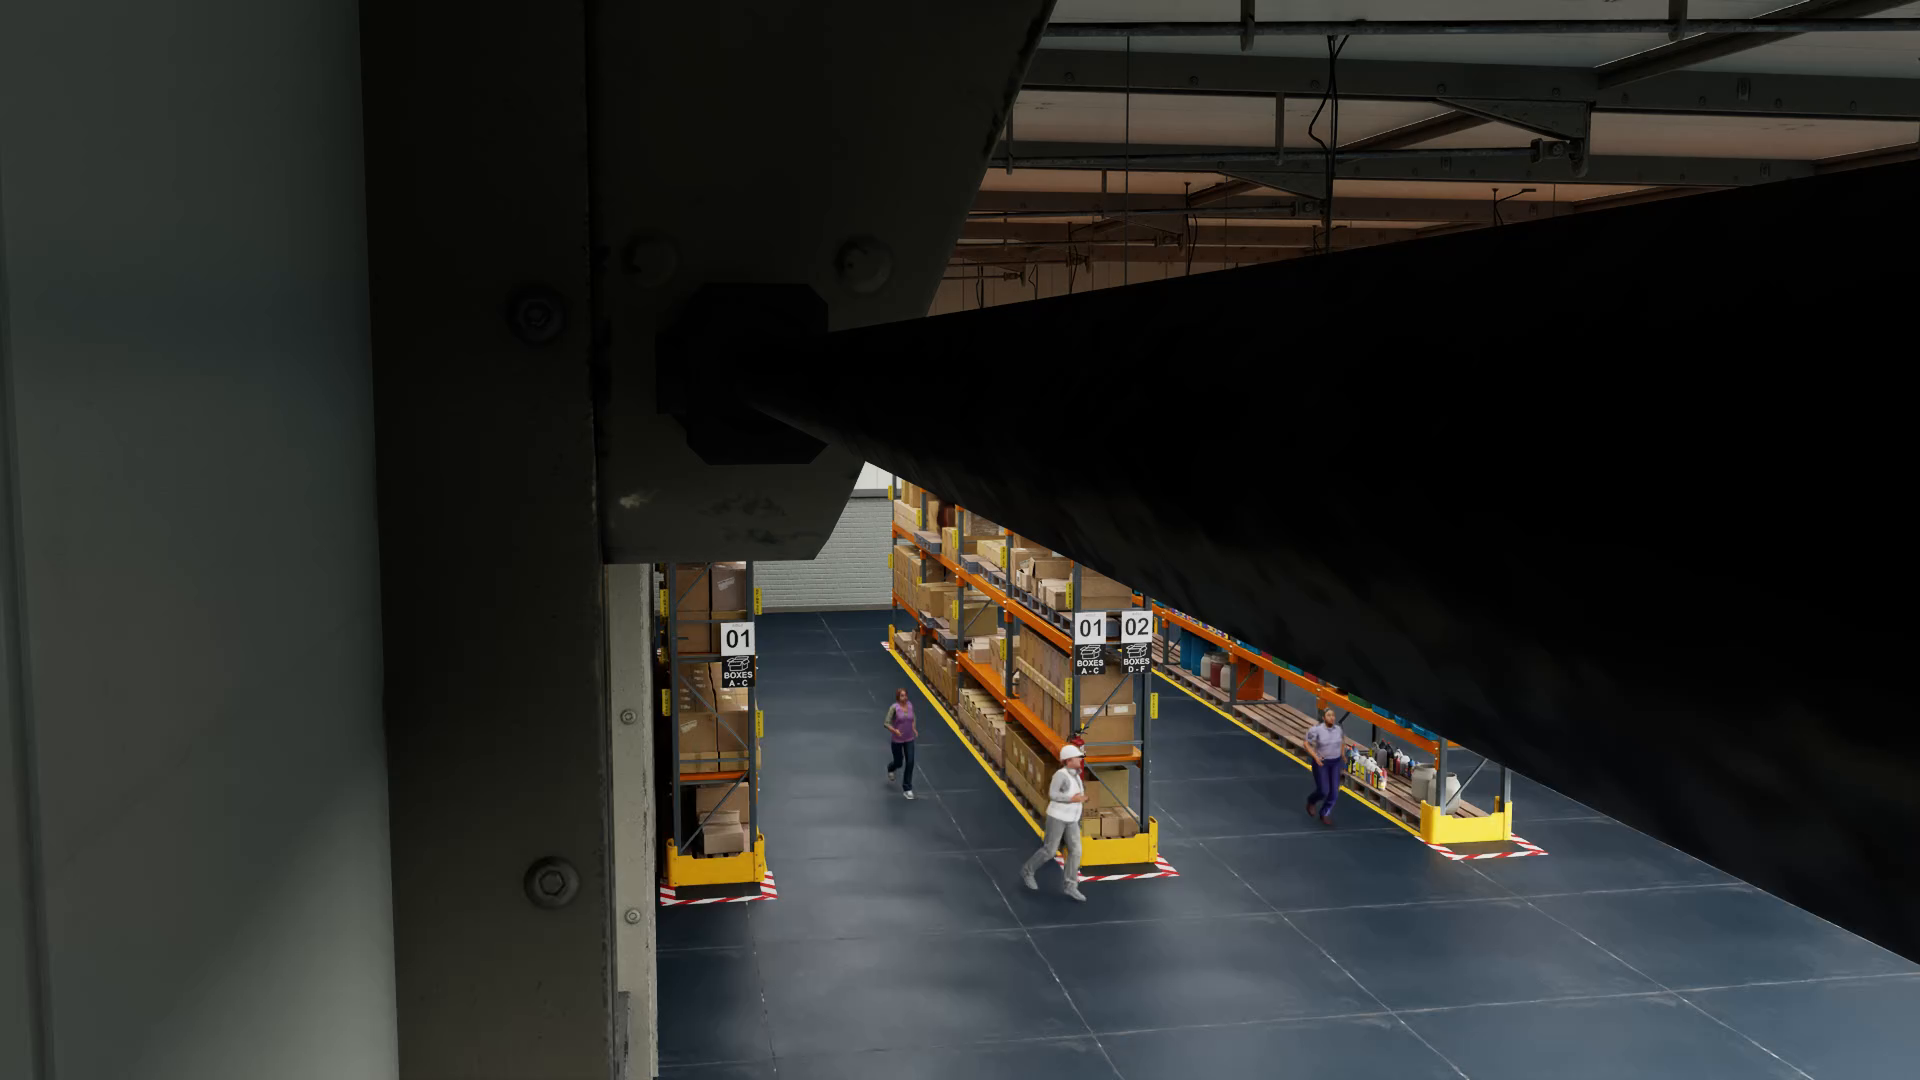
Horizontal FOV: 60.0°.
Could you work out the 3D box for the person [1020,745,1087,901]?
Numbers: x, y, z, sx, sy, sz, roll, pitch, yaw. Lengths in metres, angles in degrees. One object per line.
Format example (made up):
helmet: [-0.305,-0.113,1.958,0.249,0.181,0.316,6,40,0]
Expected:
person: [1.240,3.322,19.818,0.894,1.761,0.677,5,8,38]

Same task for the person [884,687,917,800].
person: [-0.853,2.928,24.241,0.544,1.590,0.841,-3,7,-22]

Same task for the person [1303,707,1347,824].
person: [5.015,3.085,22.733,0.588,1.593,0.543,-2,6,-16]
